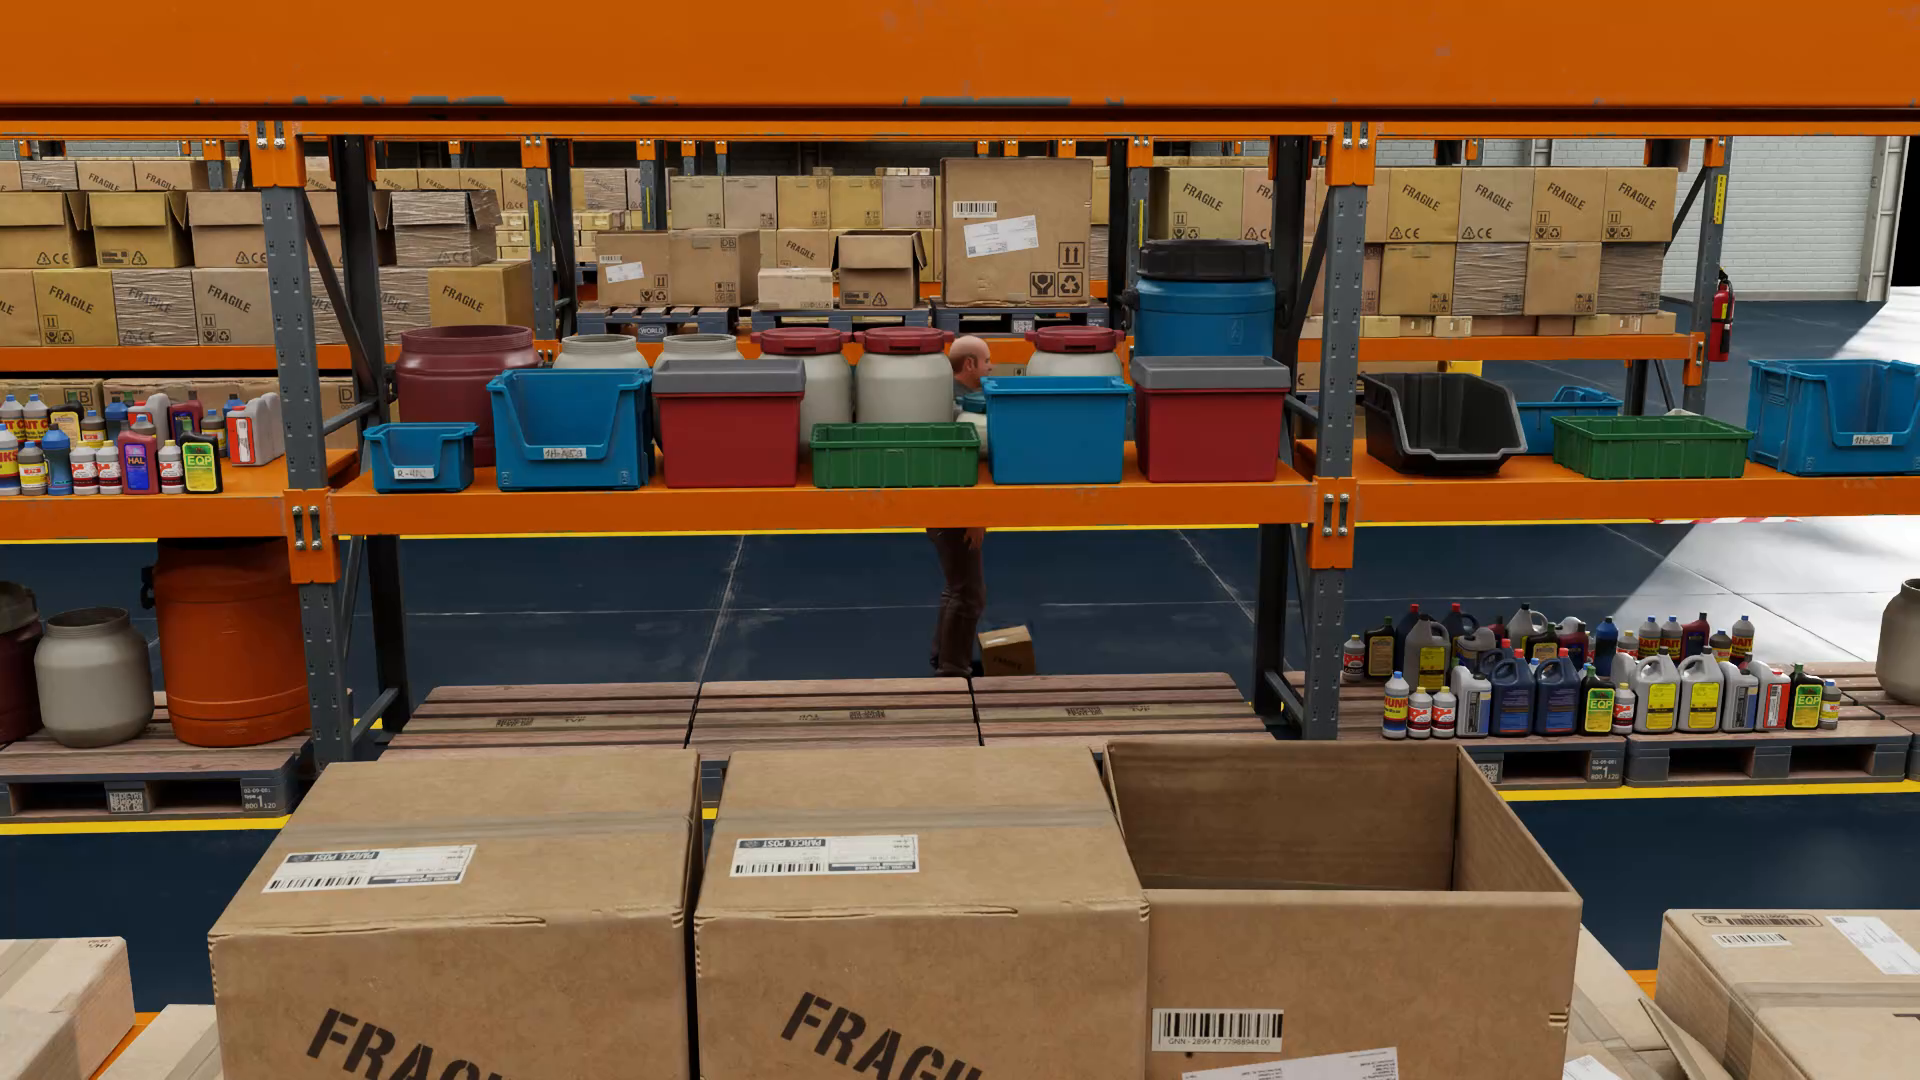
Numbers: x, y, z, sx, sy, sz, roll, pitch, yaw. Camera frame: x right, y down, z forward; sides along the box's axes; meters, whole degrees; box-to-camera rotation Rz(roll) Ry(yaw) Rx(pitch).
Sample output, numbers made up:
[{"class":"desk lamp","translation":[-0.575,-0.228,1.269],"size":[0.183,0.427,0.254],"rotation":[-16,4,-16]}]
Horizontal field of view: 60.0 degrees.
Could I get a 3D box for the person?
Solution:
[{"class":"person","translation":[-0.030,-0.128,8.080],"size":[0.418,1.721,0.570],"rotation":[-1,13,-5]}]
